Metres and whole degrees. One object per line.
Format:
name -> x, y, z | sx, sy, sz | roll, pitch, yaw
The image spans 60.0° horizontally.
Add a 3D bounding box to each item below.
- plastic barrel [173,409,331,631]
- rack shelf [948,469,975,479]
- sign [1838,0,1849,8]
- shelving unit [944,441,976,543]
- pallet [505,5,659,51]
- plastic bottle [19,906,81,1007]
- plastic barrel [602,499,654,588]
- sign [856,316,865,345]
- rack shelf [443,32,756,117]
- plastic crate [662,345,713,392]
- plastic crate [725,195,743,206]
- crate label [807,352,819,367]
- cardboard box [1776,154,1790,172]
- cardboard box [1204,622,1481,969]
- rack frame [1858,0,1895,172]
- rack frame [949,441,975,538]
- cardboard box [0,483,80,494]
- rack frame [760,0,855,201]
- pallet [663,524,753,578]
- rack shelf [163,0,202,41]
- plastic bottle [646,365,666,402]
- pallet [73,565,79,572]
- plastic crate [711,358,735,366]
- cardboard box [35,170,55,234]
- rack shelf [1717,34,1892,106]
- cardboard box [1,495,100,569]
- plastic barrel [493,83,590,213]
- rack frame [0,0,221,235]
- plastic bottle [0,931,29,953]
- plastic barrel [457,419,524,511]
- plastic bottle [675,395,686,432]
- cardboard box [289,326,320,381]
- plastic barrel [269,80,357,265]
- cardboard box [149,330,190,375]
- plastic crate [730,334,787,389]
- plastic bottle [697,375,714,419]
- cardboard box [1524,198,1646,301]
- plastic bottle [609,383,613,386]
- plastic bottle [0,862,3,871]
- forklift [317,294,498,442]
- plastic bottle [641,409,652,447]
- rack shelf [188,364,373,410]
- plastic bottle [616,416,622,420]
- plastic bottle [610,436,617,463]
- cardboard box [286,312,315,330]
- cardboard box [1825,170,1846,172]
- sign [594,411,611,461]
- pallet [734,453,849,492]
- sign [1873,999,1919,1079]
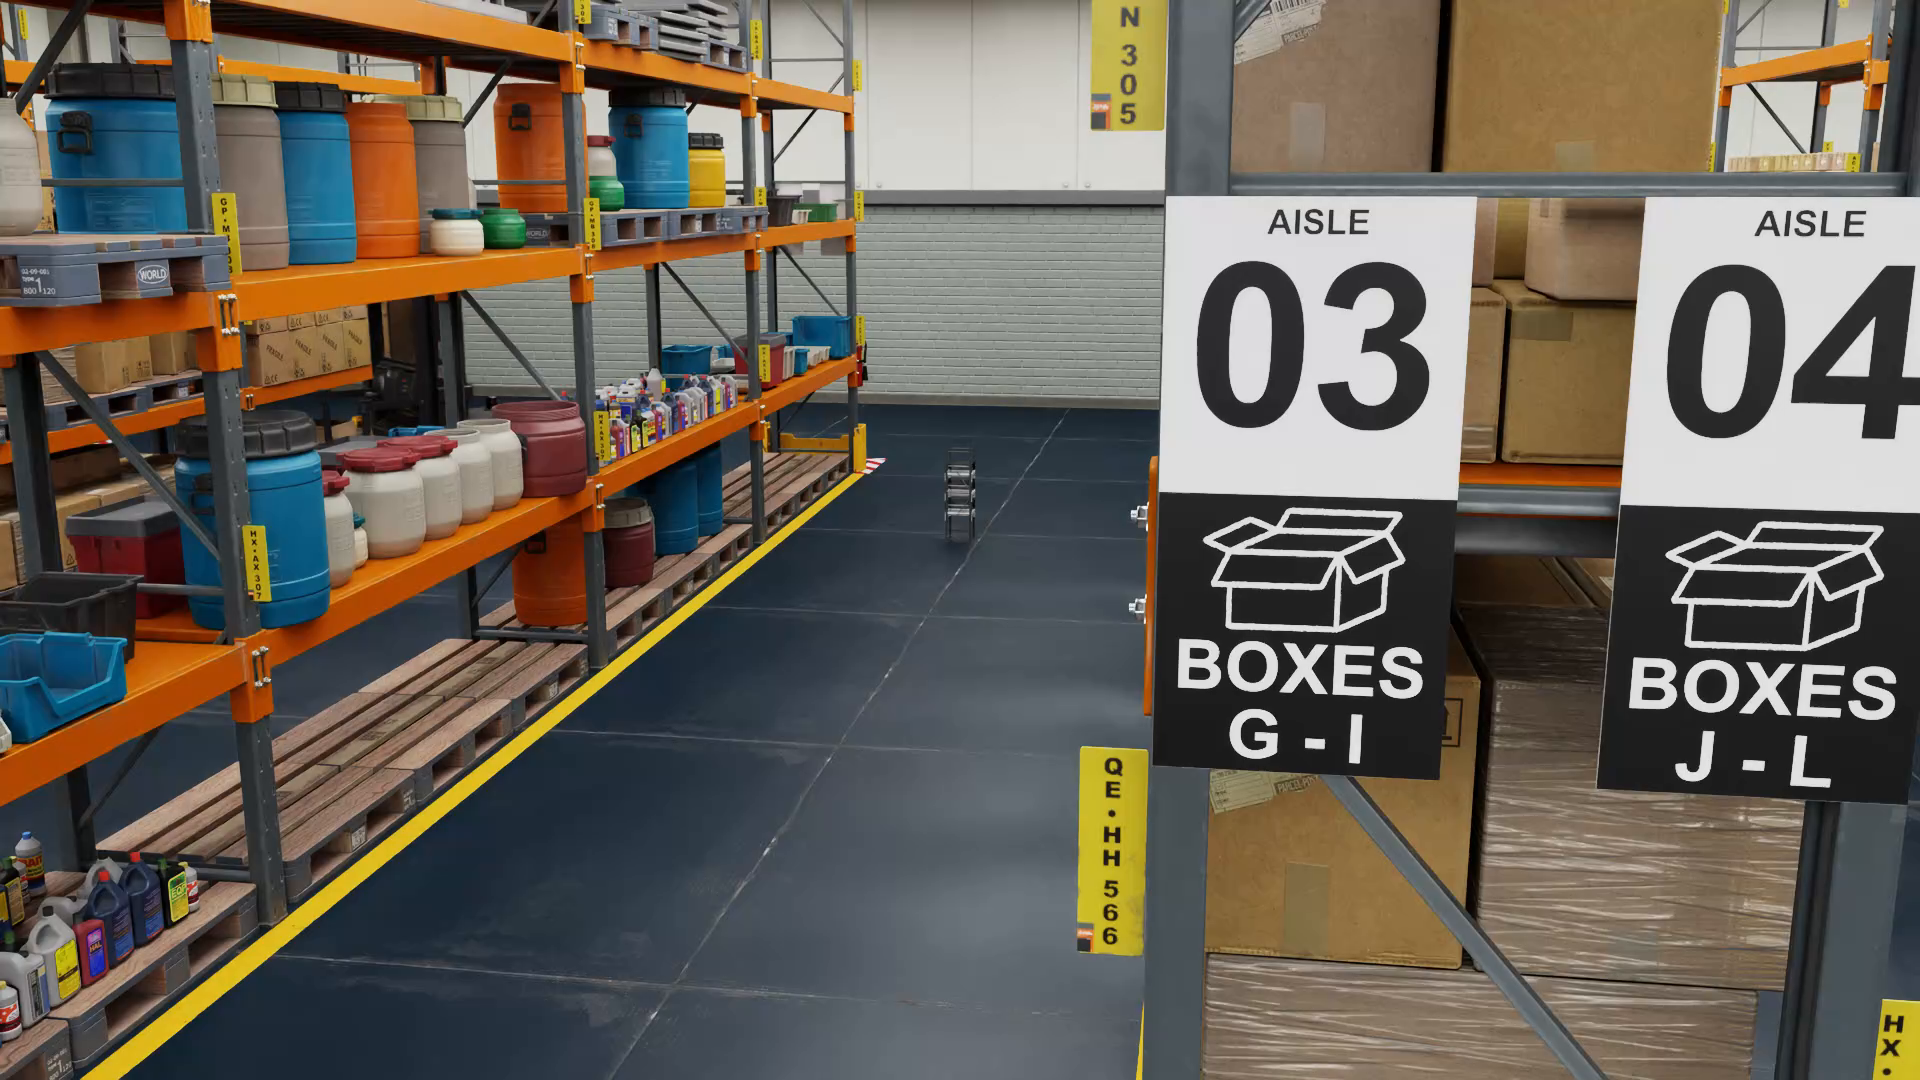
plastic barrel -> -3.148, -0.101, 7.410 | 0.600, 0.901, 0.708 | 2, 12, 9
rack shelf -> 0.001, -0.585, 15.132 | 0.258, 0.077, 0.200 | 2, 12, 9
sign -> 8.663, -5.386, 16.288 | 0.100, 0.325, 0.005 | 2, 12, 9
shelving unit -> 0.001, -0.442, 15.163 | 0.258, 0.900, 0.210 | 2, 12, 9
pallet -> -2.751, -3.412, 11.121 | 1.213, 0.211, 1.003 | 2, 12, 9
plastic bottle -> -3.400, 1.545, 6.205 | 0.144, 0.351, 0.185 | 2, 12, 8
plastic barrel -> -2.660, 0.018, 12.774 | 0.600, 0.588, 0.708 | 2, 12, 9
sign -> -1.115, -2.349, 18.642 | 0.100, 0.325, 0.005 | 2, 12, 9
rack shelf -> -2.584, -3.420, 12.416 | 1.077, 0.370, 4.000 | 2, 12, 9
plastic crate -> -2.542, -1.581, 15.360 | 0.392, 0.384, 0.575 | 2, 12, 9
plastic crate -> -2.307, -3.241, 16.328 | 0.437, 0.282, 0.530 | 2, 12, 9
crate label -> -1.686, -1.890, 17.382 | 0.396, 0.136, 0.243 | 2, 12, 9
cardboard box -> 7.473, -3.338, 14.723 | 0.380, 0.149, 0.250 | 2, 12, 8
cardboard box -> 0.612, 0.402, 2.948 | 0.500, 0.500, 0.500 | 2, 12, 9
rack frame -> 7.503, -4.041, 12.642 | 1.000, 3.000, 0.127 | 2, 12, 9
rack frame -> 0.017, -0.463, 15.261 | 0.240, 0.900, 0.006 | 2, 12, 9
cardboard box -> -7.719, -0.192, 13.910 | 0.500, 0.500, 0.500 | 1, 12, 7
rack frame -> -1.661, -5.216, 18.094 | 1.000, 3.000, 0.127 | 2, 12, 9
pallet -> -2.437, 0.072, 14.417 | 1.003, 0.211, 1.213 | 2, 12, 9
rack shelf -> -3.815, -1.755, 4.689 | 1.077, 0.370, 4.000 | 2, 12, 9
plastic bottle -> -2.657, -1.356, 14.537 | 0.144, 0.351, 0.185 | 2, 12, 9
pallet -> -7.444, 0.176, 13.931 | 1.003, 0.211, 1.213 | 2, 12, 9
plastic crate -> -2.306, -1.724, 16.611 | 0.293, 0.136, 0.466 | 2, 12, 9
cardboard box -> -7.593, -2.601, 12.842 | 0.910, 0.500, 0.500 | 2, 12, 9
rack shelf -> 7.810, -4.104, 14.650 | 1.077, 0.370, 4.000 | 2, 12, 9
cardboard box -> -7.276, -0.071, 13.351 | 0.500, 0.500, 0.500 | 2, 12, 8
plastic barrel -> -2.802, -2.618, 11.141 | 0.600, 0.830, 0.708 | 2, 12, 9
rack frame -> -3.507, -2.718, 6.503 | 1.000, 3.000, 0.127 | 2, 12, 9
plastic bottle -> -3.506, 1.580, 6.202 | 0.061, 0.283, 0.133 | 2, 12, 9
plastic barrel -> -2.839, -0.452, 9.961 | 0.421, 0.512, 0.421 | 0, 12, 0
plastic bottle -> -2.198, -0.994, 13.021 | 0.061, 0.283, 0.133 | 2, 12, 9
cardboard box -> -6.747, -1.865, 16.546 | 0.500, 0.500, 0.500 | 2, 12, 10
plastic barrel -> -3.442, -1.882, 8.553 | 0.600, 0.901, 0.708 | 2, 12, 9
cardboard box -> -7.464, -1.775, 15.132 | 0.700, 0.500, 0.500 | -2, 12, -10
plastic crate -> -1.892, -1.689, 15.674 | 0.402, 0.464, 0.583 | 2, 12, 9
plastic bottle -> -2.123, -1.186, 13.752 | 0.144, 0.351, 0.185 | 2, 12, 9
cardboard box -> 1.043, -0.430, 2.415 | 0.380, 0.149, 0.250 | 2, 12, 8
plastic bottle -> -2.891, -1.146, 13.727 | 0.061, 0.283, 0.133 | 2, 12, 9
plastic bottle -> -4.012, 1.451, 6.817 | 0.152, 0.276, 0.135 | 2, 12, 11
forklift -> -5.276, -1.431, 14.933 | 3.031, 2.935, 1.130 | -10, 16, -39
plastic bottle -> -2.334, -0.830, 12.288 | 0.097, 0.271, 0.097 | 0, 12, 0
rack shelf -> -6.863, -1.677, 17.618 | 1.077, 0.370, 4.000 | 2, 12, 9
plastic bottle -> -2.450, -0.756, 11.945 | 0.097, 0.271, 0.097 | 0, 12, 0
plastic bottle -> -2.446, -0.644, 11.591 | 0.097, 0.201, 0.097 | 0, 12, 0
cardboard box -> -6.741, -2.346, 16.406 | 0.500, 0.500, 0.500 | 1, 12, 7
cardboard box -> 7.323, -2.850, 13.405 | 0.500, 0.250, 0.500 | 1, 12, 6
sign -> -2.347, -0.682, 10.905 | 0.100, 0.325, 0.005 | 2, 12, 9
pallet -> -1.827, -0.750, 18.229 | 1.003, 0.211, 1.213 | 2, 12, 9
sign -> 1.308, 0.802, 2.354 | 0.100, 0.325, 0.005 | 2, 12, 9
